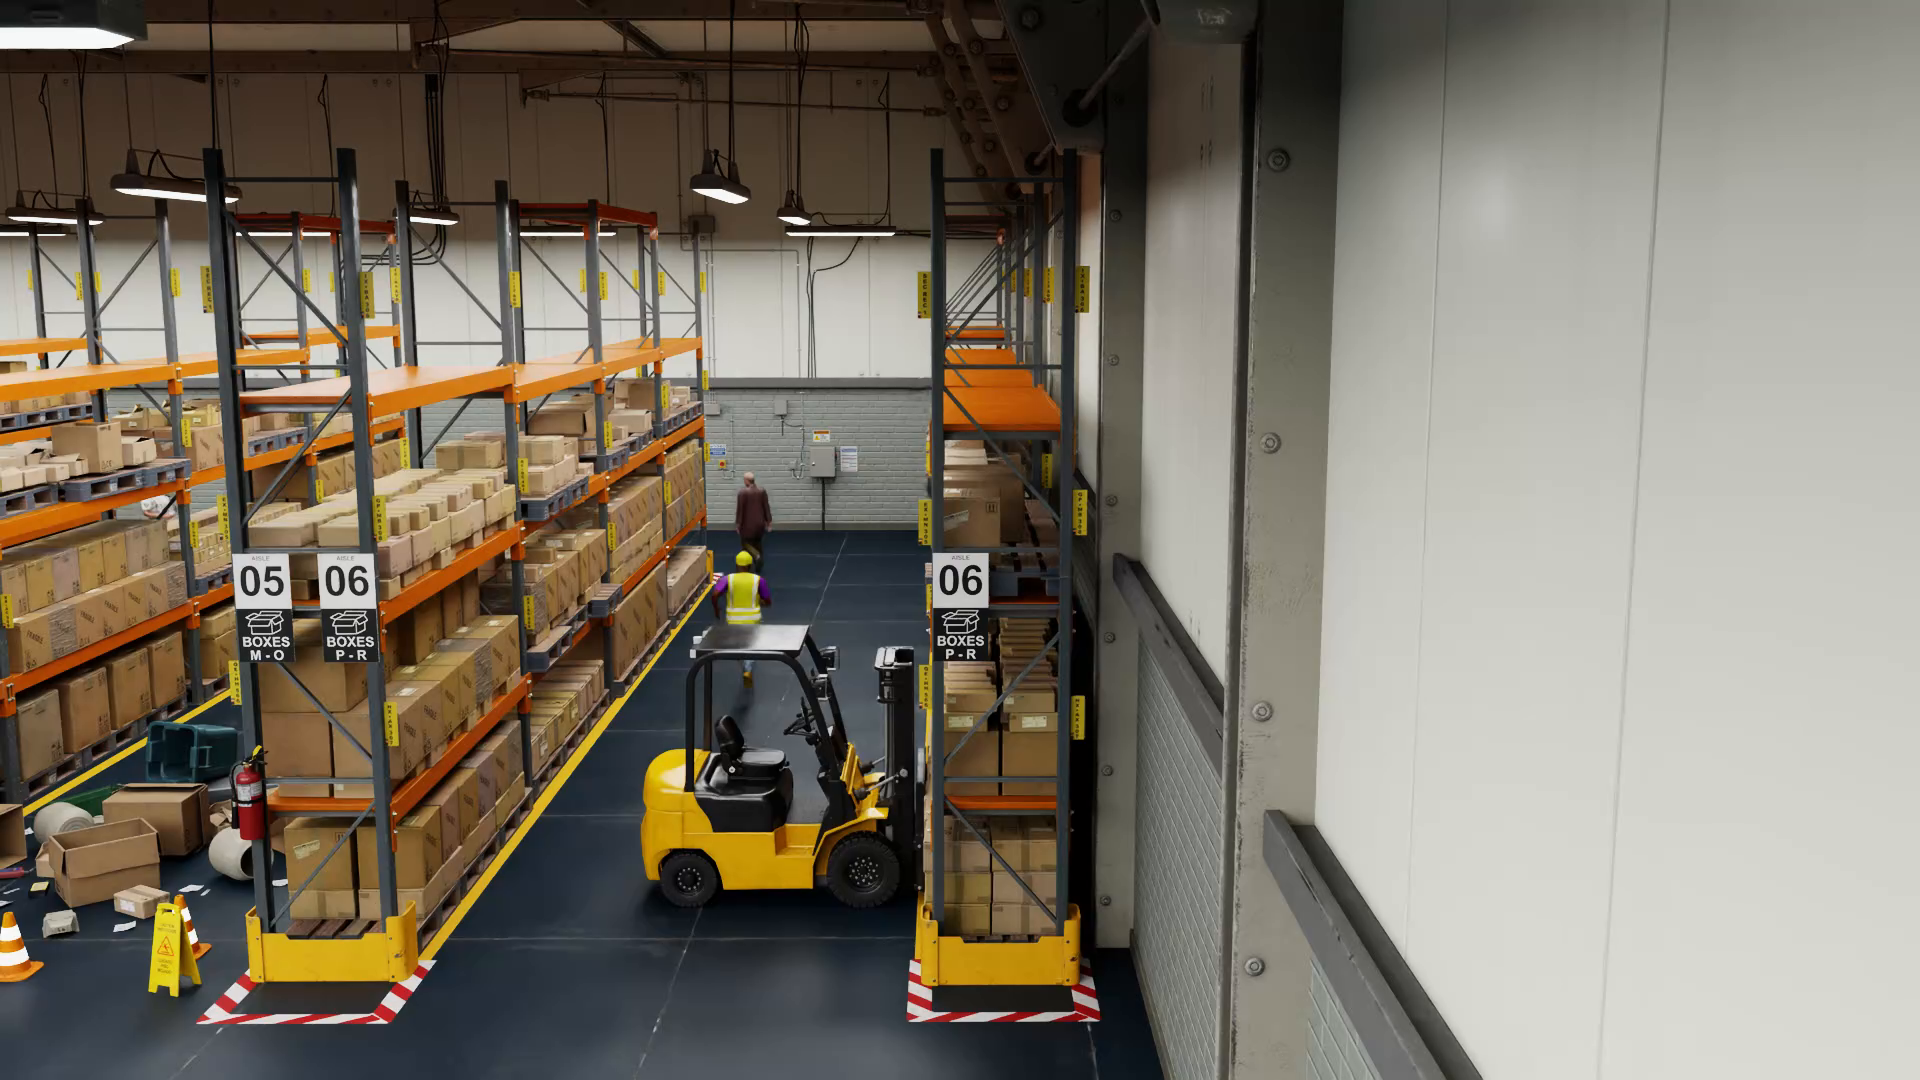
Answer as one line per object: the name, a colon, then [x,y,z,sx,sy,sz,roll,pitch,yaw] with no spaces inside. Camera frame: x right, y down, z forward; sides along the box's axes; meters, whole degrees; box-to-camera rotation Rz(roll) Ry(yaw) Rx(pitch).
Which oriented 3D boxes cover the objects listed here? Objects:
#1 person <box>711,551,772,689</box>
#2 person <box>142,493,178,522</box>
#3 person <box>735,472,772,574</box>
person: [-2.663,0.948,20.451,0.716,1.653,1.049,0,9,-1]
person: [-13.798,-0.244,28.691,0.650,1.815,0.689,5,10,26]
person: [-3.560,-0.300,28.728,0.662,1.742,0.801,-6,11,-31]
